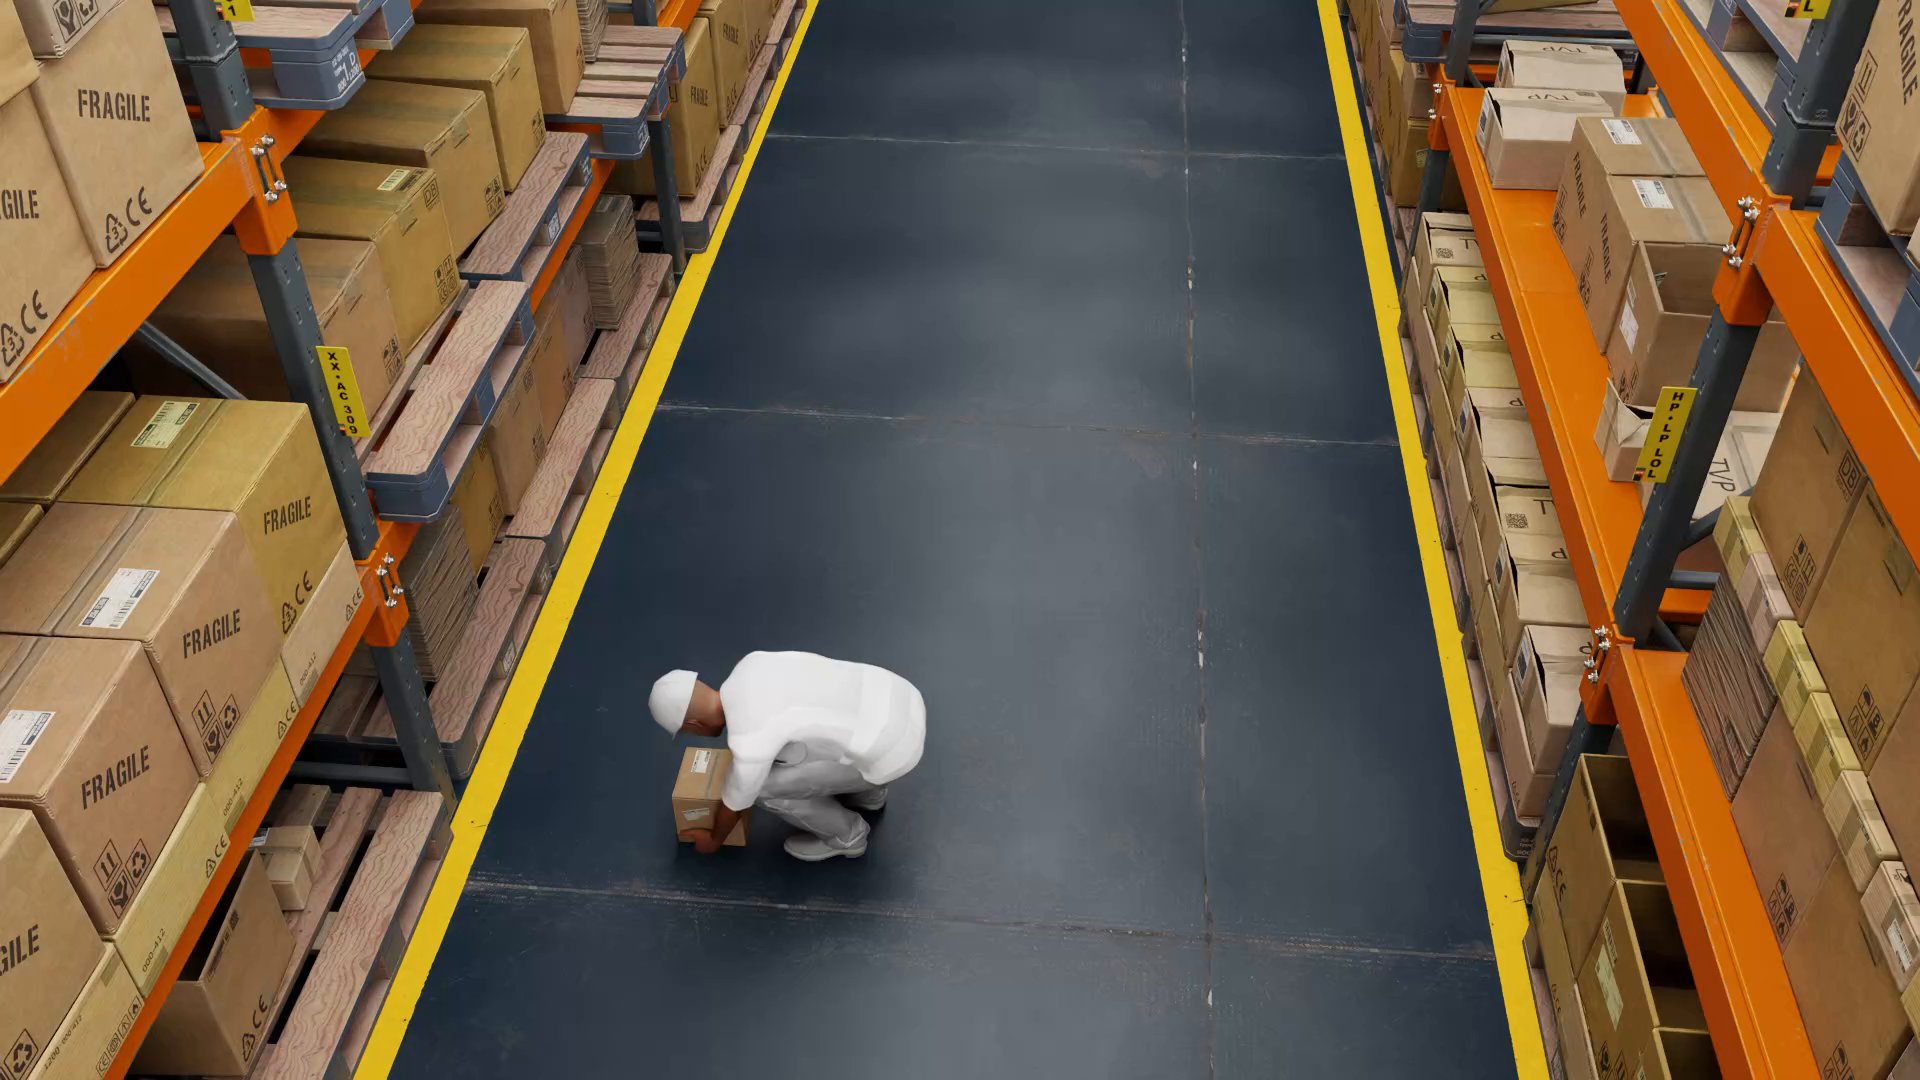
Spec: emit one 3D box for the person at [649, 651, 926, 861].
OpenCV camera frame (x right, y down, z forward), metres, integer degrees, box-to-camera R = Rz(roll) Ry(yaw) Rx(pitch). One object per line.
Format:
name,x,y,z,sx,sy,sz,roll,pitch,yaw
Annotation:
person,-0.604,0.784,5.977,0.963,0.806,0.528,2,40,3
